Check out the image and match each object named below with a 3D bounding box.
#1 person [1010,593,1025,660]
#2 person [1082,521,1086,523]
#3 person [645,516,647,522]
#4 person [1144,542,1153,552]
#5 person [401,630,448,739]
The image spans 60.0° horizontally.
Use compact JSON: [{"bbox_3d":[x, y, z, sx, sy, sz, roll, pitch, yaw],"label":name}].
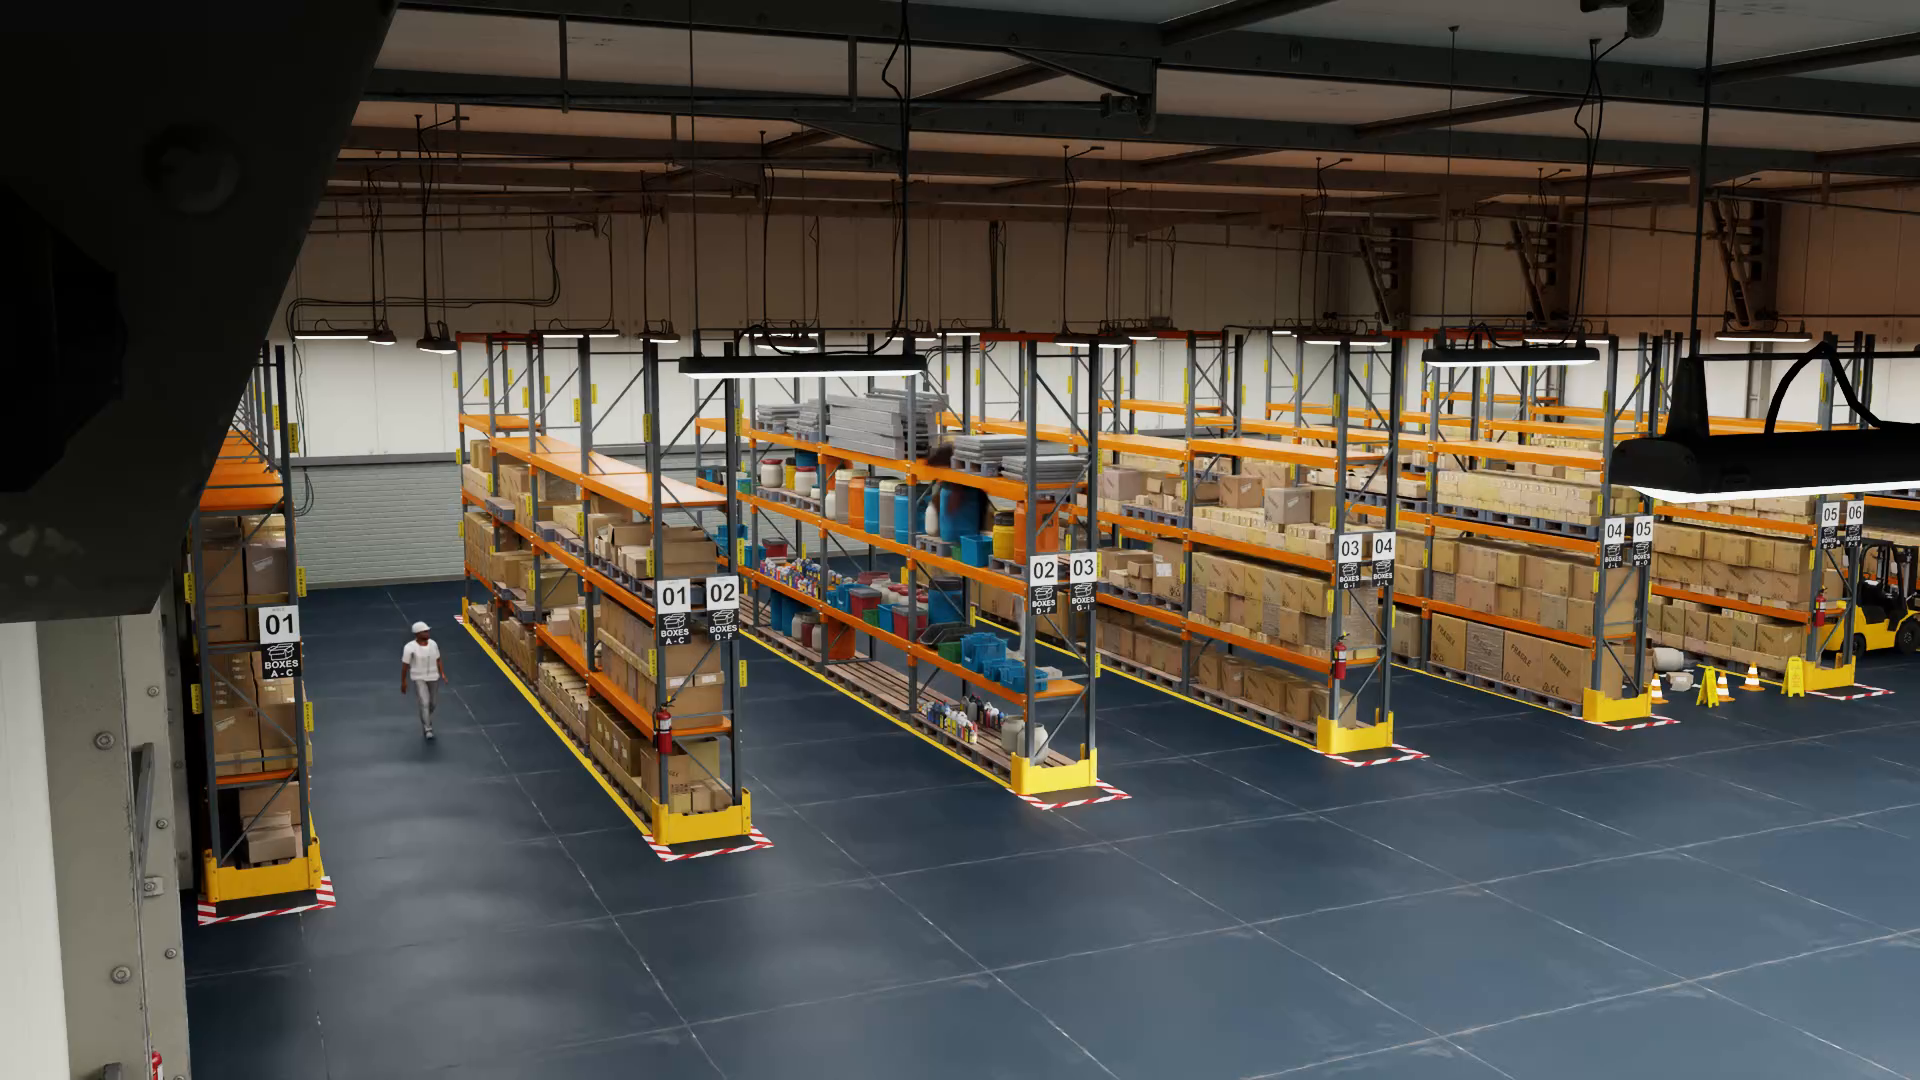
[{"bbox_3d":[1.097,1.367,30.739,0.592,1.664,0.473,-6,10,-39],"label":"person"},{"bbox_3d":[2.824,0.401,37.868,0.333,1.674,0.473,-7,11,-44],"label":"person"},{"bbox_3d":[-7.183,0.295,38.530,0.398,1.750,0.566,4,9,27],"label":"person"},{"bbox_3d":[5.311,-0.547,44.640,0.641,1.747,1.028,6,10,38],"label":"person"},{"bbox_3d":[-8.113,2.157,25.172,0.686,1.607,0.975,-5,9,-35],"label":"person"}]
